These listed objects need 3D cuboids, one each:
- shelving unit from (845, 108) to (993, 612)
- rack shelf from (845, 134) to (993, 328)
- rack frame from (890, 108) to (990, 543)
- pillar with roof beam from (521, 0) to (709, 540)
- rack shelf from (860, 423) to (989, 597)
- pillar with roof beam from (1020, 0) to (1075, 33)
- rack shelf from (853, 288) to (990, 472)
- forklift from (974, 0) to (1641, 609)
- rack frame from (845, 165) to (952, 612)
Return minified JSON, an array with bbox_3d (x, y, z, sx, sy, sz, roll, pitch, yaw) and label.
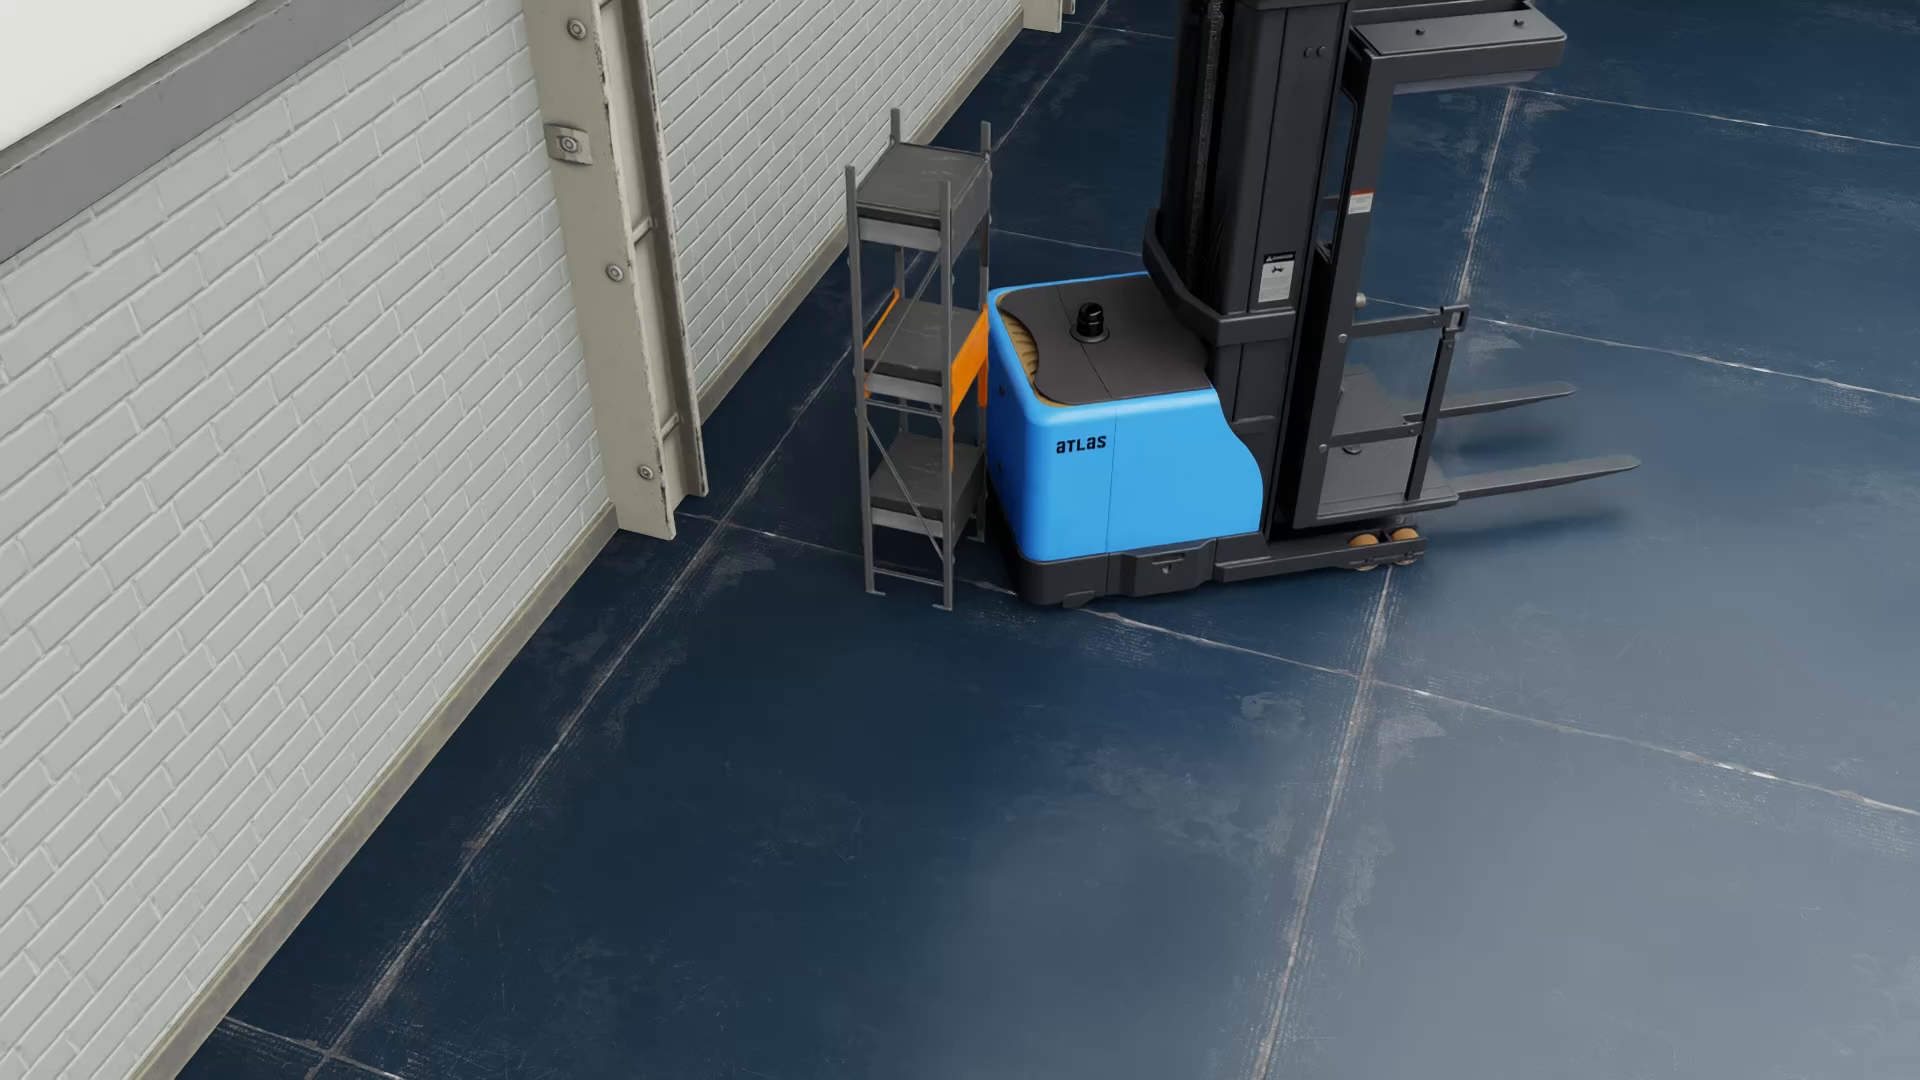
[{"bbox_3d":[-0.152,-0.677,6.880,0.431,2.100,0.503,12,42,14],"label":"shelving unit"},{"bbox_3d":[-0.152,-1.199,6.434,0.431,0.518,0.480,12,42,14],"label":"rack shelf"},{"bbox_3d":[-0.076,-0.828,7.056,0.400,2.100,0.015,12,42,14],"label":"rack frame"},{"bbox_3d":[2.630,-2.620,3.841,9.100,9.000,0.400,13,42,15],"label":"pillar with roof beam"},{"bbox_3d":[-0.152,-0.134,7.343,0.431,0.518,0.480,12,42,14],"label":"rack shelf"},{"bbox_3d":[4.682,-6.279,8.131,9.100,9.000,0.400,13,42,15],"label":"pillar with roof beam"},{"bbox_3d":[-0.152,-0.667,6.889,0.431,0.518,0.480,12,42,14],"label":"rack shelf"},{"bbox_3d":[1.639,-1.304,6.974,3.031,2.935,1.130,-8,41,-9],"label":"forklift"},{"bbox_3d":[-0.228,-0.527,6.703,0.400,2.100,0.015,12,42,14],"label":"rack frame"}]
